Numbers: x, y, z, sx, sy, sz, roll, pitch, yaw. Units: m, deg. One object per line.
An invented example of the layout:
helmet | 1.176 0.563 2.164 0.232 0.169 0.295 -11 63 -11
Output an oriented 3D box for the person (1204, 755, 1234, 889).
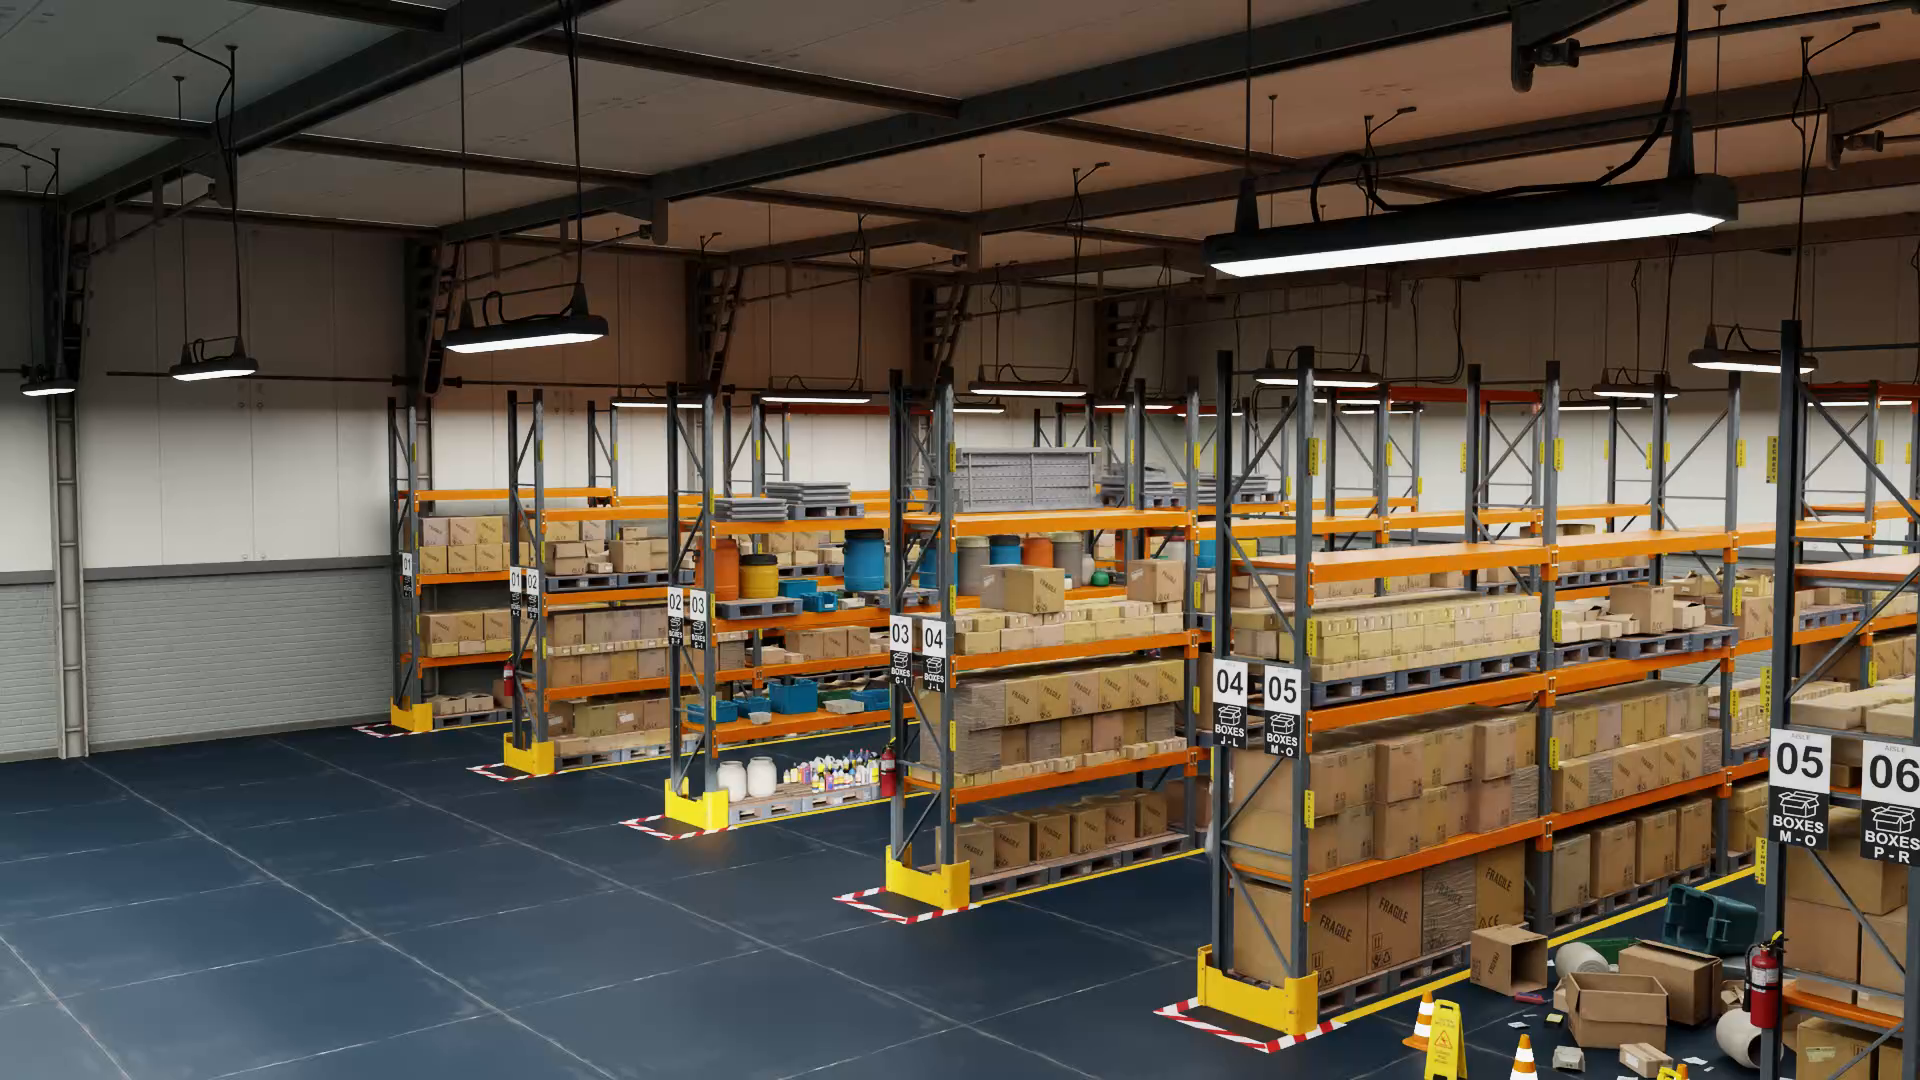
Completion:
person | 3.042 3.229 18.999 0.565 1.618 0.788 2 4 35
